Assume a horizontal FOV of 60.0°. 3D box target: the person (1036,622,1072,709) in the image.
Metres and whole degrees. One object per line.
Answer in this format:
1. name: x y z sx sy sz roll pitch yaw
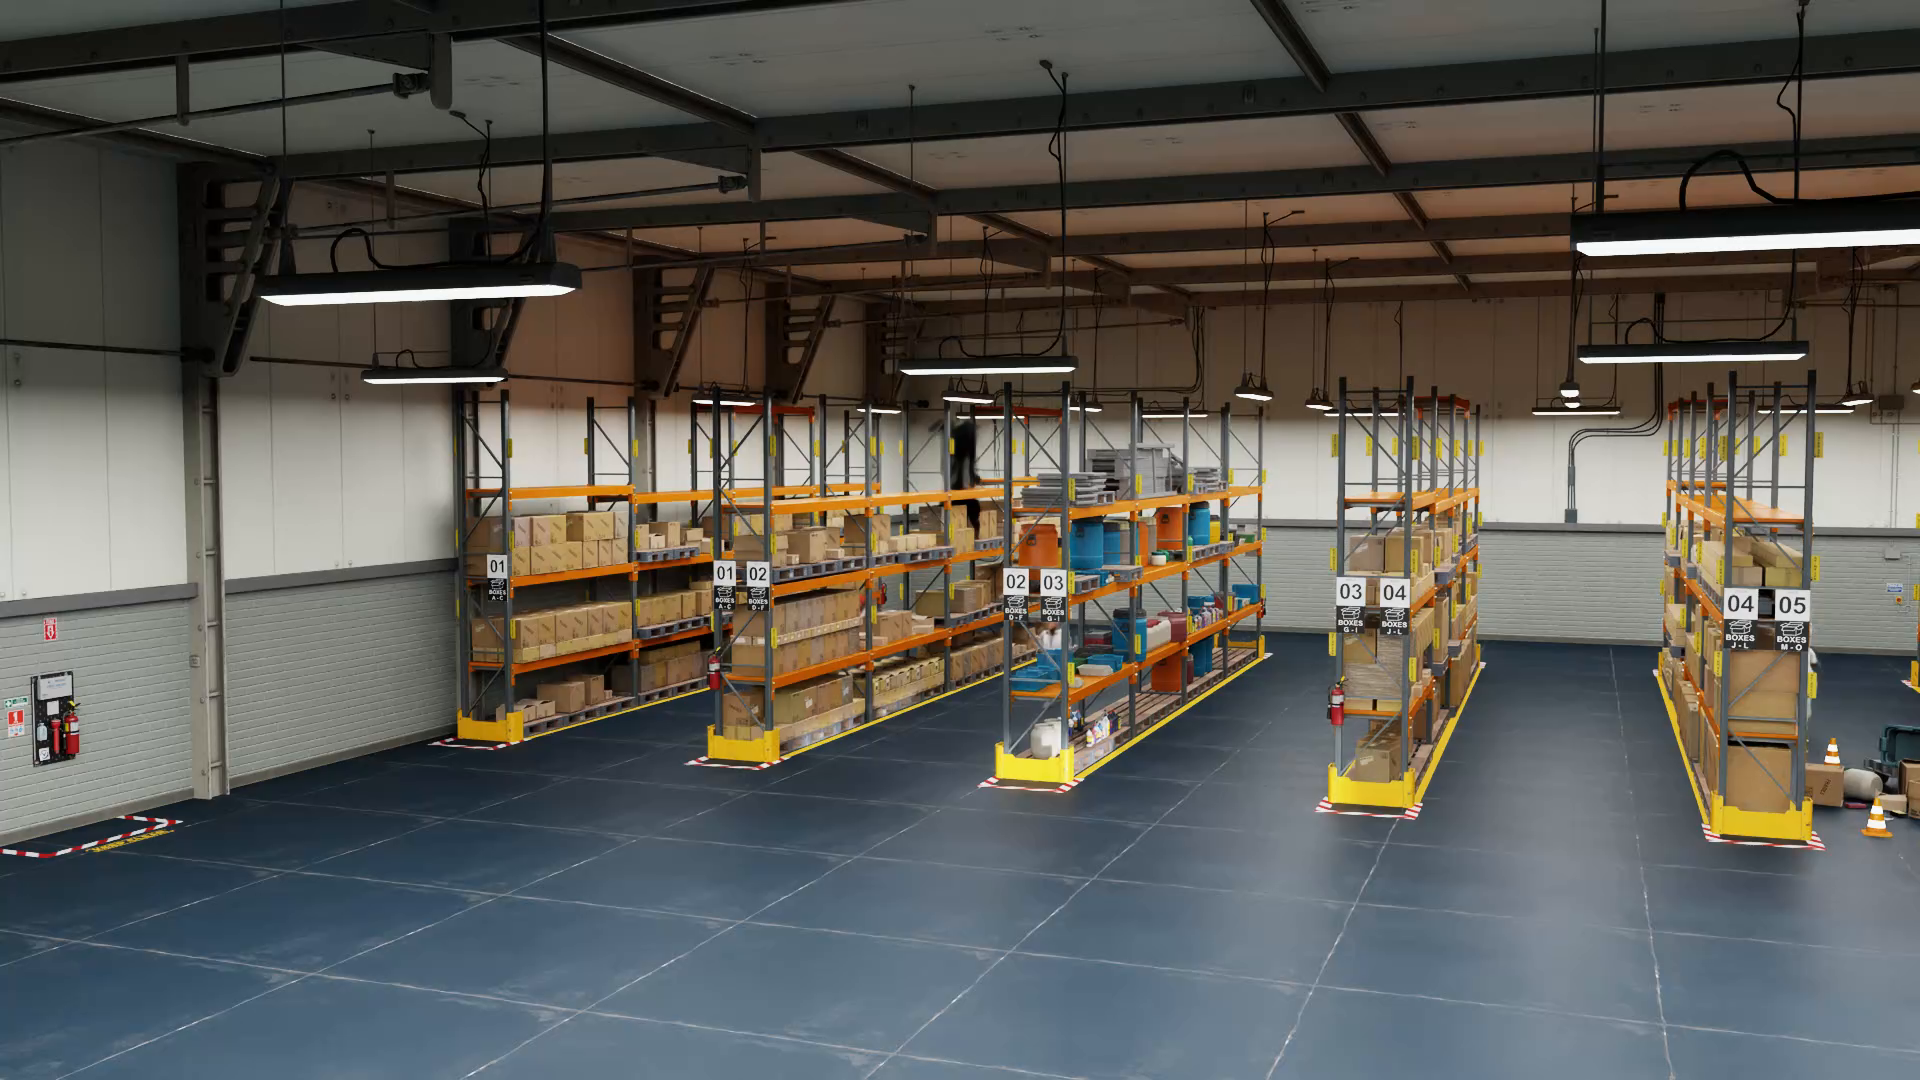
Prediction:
1. person: 1.813 2.347 32.324 0.682 1.768 0.971 1 3 19

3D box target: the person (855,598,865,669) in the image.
1. person: -2.176 2.142 36.020 0.657 1.771 0.863 1 3 9

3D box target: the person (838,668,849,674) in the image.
1. person: -2.408 2.301 34.046 0.592 1.646 0.633 1 3 21

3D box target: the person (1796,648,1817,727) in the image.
1. person: 15.037 2.508 29.776 0.598 1.669 0.933 1 3 17
